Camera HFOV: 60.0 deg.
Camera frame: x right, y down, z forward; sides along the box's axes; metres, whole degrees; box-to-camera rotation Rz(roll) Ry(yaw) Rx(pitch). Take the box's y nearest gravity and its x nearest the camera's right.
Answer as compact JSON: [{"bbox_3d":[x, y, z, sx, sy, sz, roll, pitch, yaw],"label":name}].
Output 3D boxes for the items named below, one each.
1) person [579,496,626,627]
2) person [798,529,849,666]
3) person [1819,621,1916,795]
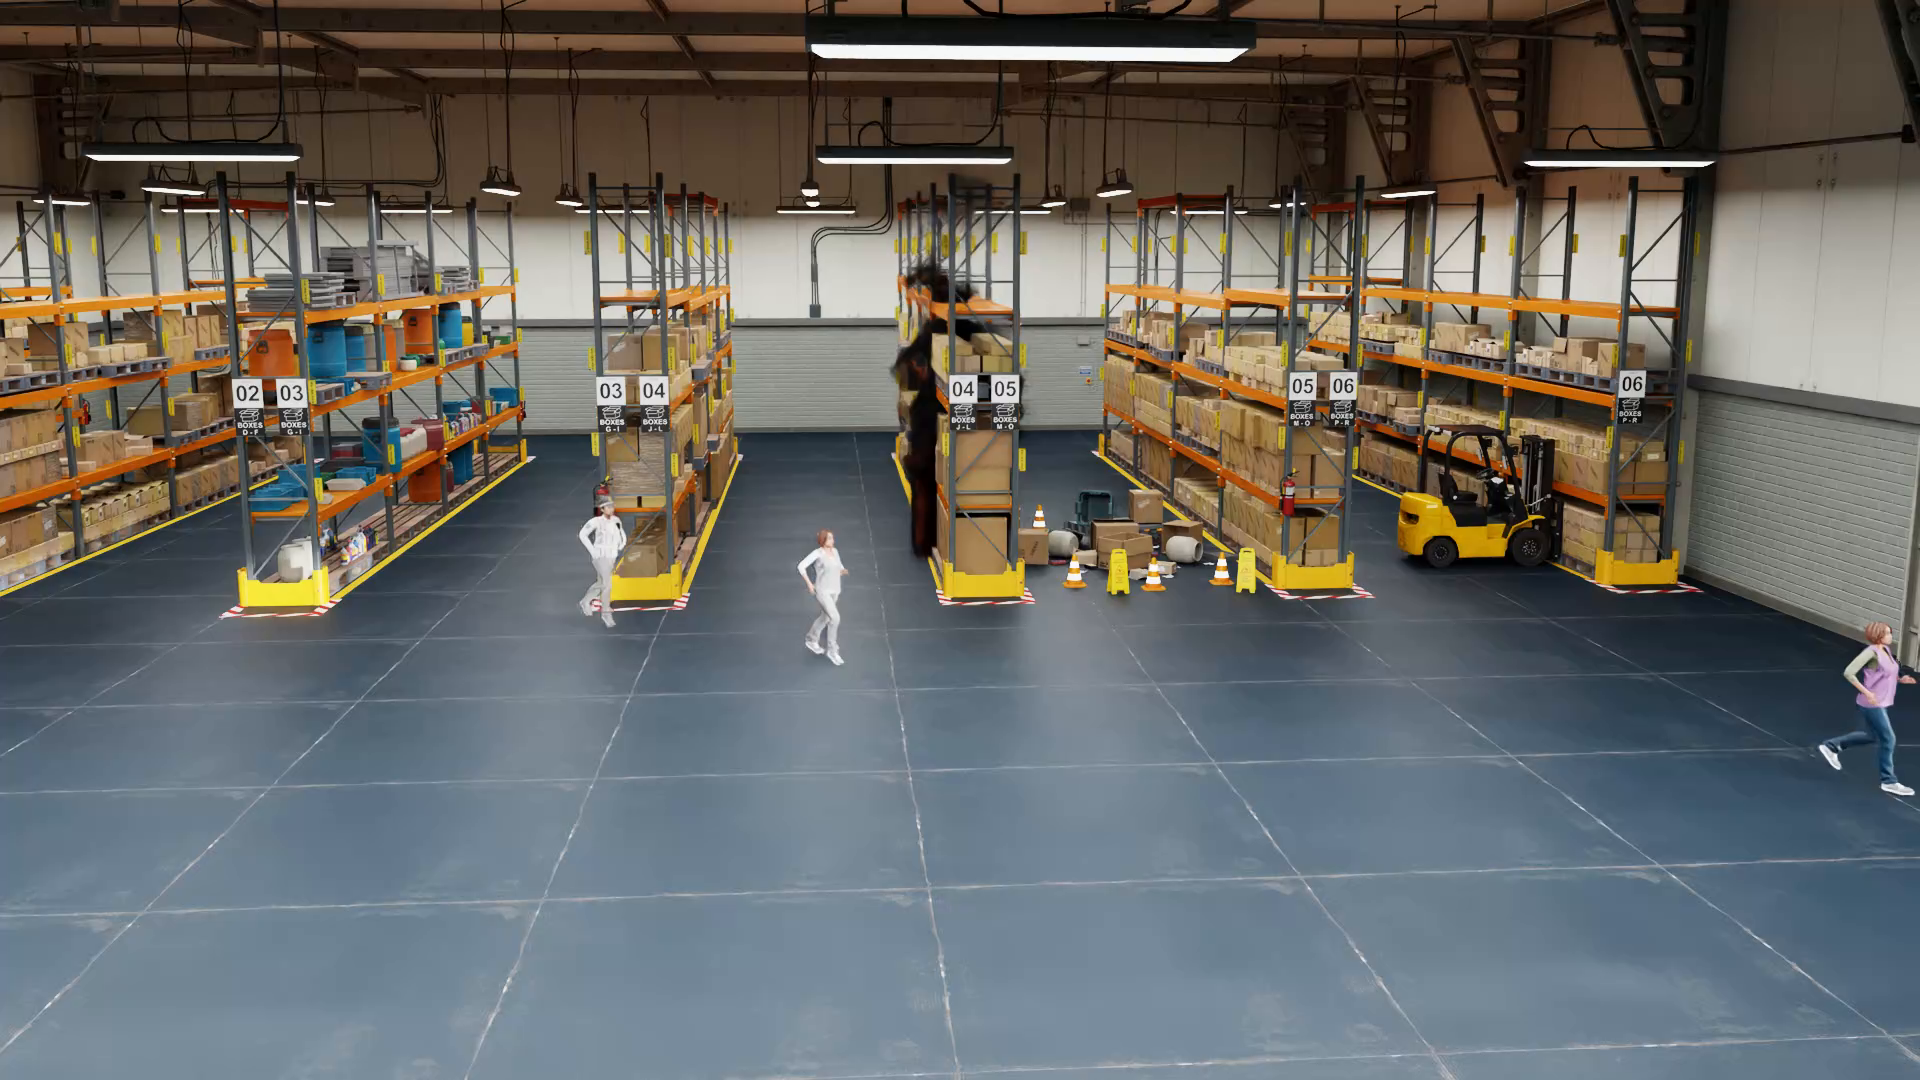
[{"bbox_3d":[-4.805,0.255,22.418,0.800,1.730,0.616,7,12,36],"label":"person"},{"bbox_3d":[-1.637,0.678,20.229,0.728,1.642,0.510,7,12,33],"label":"person"},{"bbox_3d":[8.470,1.524,15.453,0.545,1.575,0.864,-10,14,-44],"label":"person"}]
